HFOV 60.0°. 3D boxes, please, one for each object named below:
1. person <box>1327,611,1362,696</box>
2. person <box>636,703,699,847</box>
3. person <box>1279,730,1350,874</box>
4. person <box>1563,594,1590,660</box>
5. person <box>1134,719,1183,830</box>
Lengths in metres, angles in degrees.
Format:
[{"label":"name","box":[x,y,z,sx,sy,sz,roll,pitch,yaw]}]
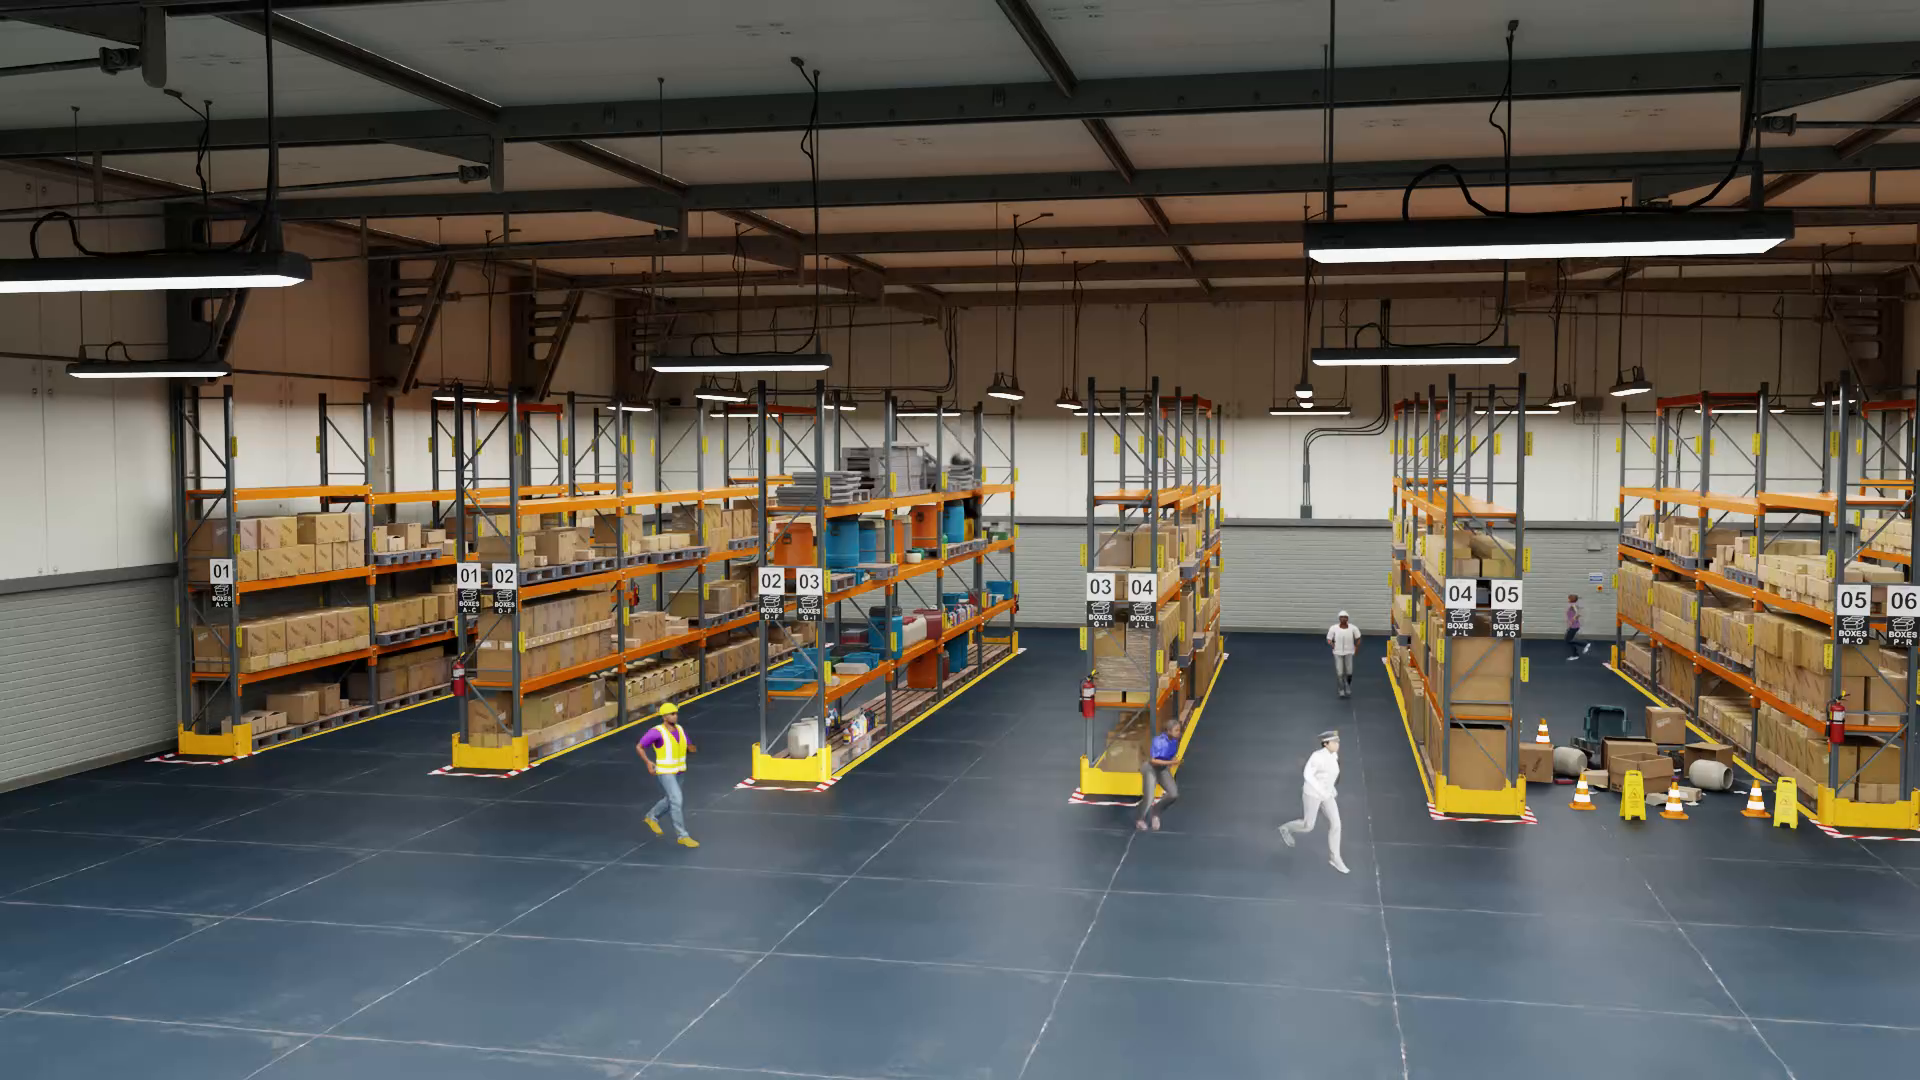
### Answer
[{"label":"person","box":[7.655,2.275,33.155,0.688,1.721,0.582,1,3,13]},{"label":"person","box":[-3.636,2.920,20.899,0.989,1.754,0.700,2,4,31]},{"label":"person","box":[4.255,3.074,19.882,0.619,1.676,1.032,-3,4,-38]},{"label":"person","box":[14.475,2.058,39.027,0.614,1.565,0.560,1,3,22]},{"label":"person","box":[2.617,3.037,21.575,0.599,1.502,0.909,-2,4,-37]}]
